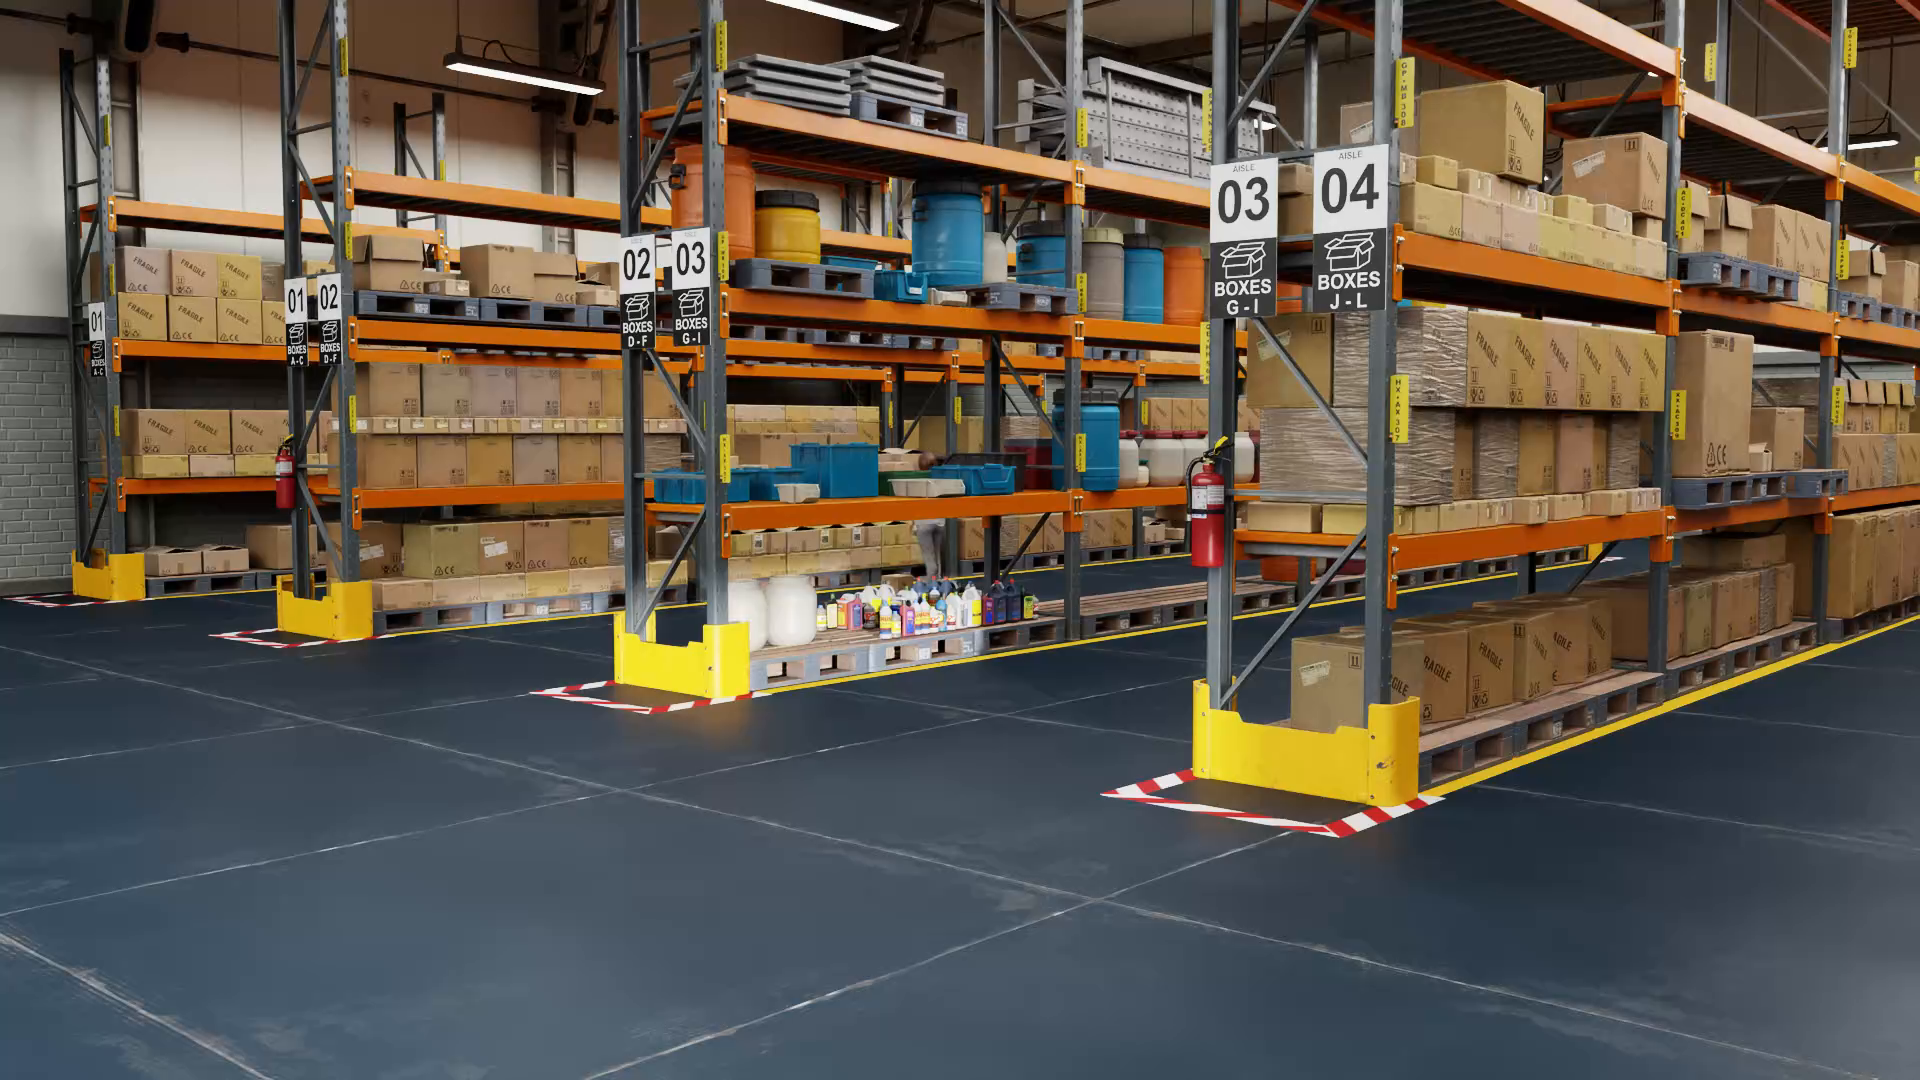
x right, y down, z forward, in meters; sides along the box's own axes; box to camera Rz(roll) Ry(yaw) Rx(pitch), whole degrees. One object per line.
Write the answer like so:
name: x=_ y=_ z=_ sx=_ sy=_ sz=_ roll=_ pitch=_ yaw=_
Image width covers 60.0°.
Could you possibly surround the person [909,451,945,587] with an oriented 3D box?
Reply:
person: x=-0.351 y=-0.152 z=17.881 sx=0.431 sy=1.603 sz=0.514 roll=-4 pitch=5 yaw=-43
